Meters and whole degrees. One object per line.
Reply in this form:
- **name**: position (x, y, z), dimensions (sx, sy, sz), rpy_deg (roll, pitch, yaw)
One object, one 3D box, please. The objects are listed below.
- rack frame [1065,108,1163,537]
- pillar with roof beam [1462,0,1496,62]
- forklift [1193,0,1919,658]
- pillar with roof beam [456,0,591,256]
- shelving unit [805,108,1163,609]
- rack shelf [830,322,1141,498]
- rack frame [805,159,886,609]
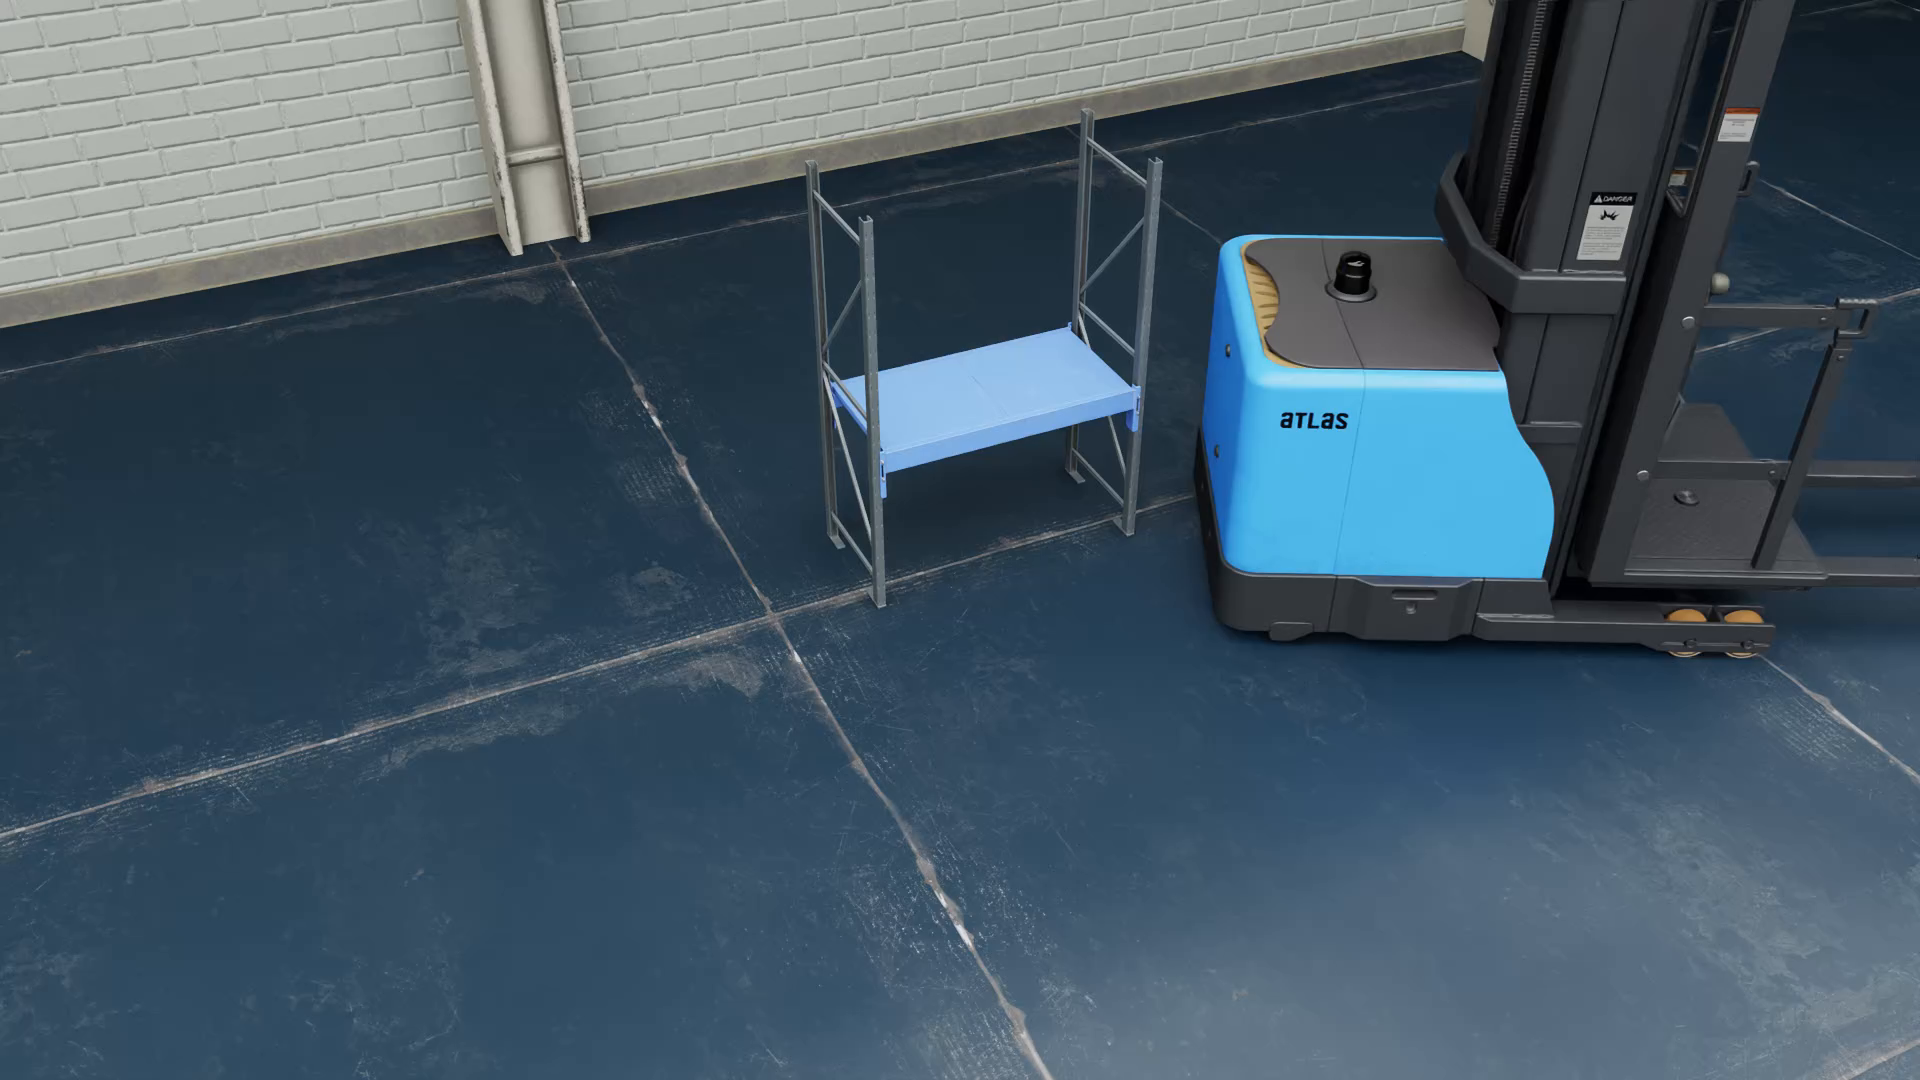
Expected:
- **rack frame**: position (0.537, -0.753, 6.006), dimensions (0.032, 1.500, 0.500), rpy_deg (-16, 39, -20)
- **pillar with roof beam**: position (5.186, -4.331, 4.536), dimensions (0.400, 9.000, 9.100), rpy_deg (-16, 39, -20)
- **forklift**: position (2.410, -1.095, 5.266), dimensions (3.031, 2.935, 1.130), rpy_deg (1, 37, 1)
- **pillar with roof beam**: position (-0.245, -2.813, 2.488), dimensions (0.400, 9.000, 9.100), rpy_deg (-16, 39, -20)
- **shelving unit**: position (0.077, -0.624, 5.832), dimensions (1.048, 1.500, 0.538), rpy_deg (-16, 39, -20)
- **rack shelf**: position (0.077, -0.480, 5.939), dimensions (1.000, 0.185, 0.538), rpy_deg (-16, 39, -20)
- **rack frame**: position (-0.383, -0.495, 5.659), dimensions (0.032, 1.500, 0.500), rpy_deg (-16, 39, -20)
